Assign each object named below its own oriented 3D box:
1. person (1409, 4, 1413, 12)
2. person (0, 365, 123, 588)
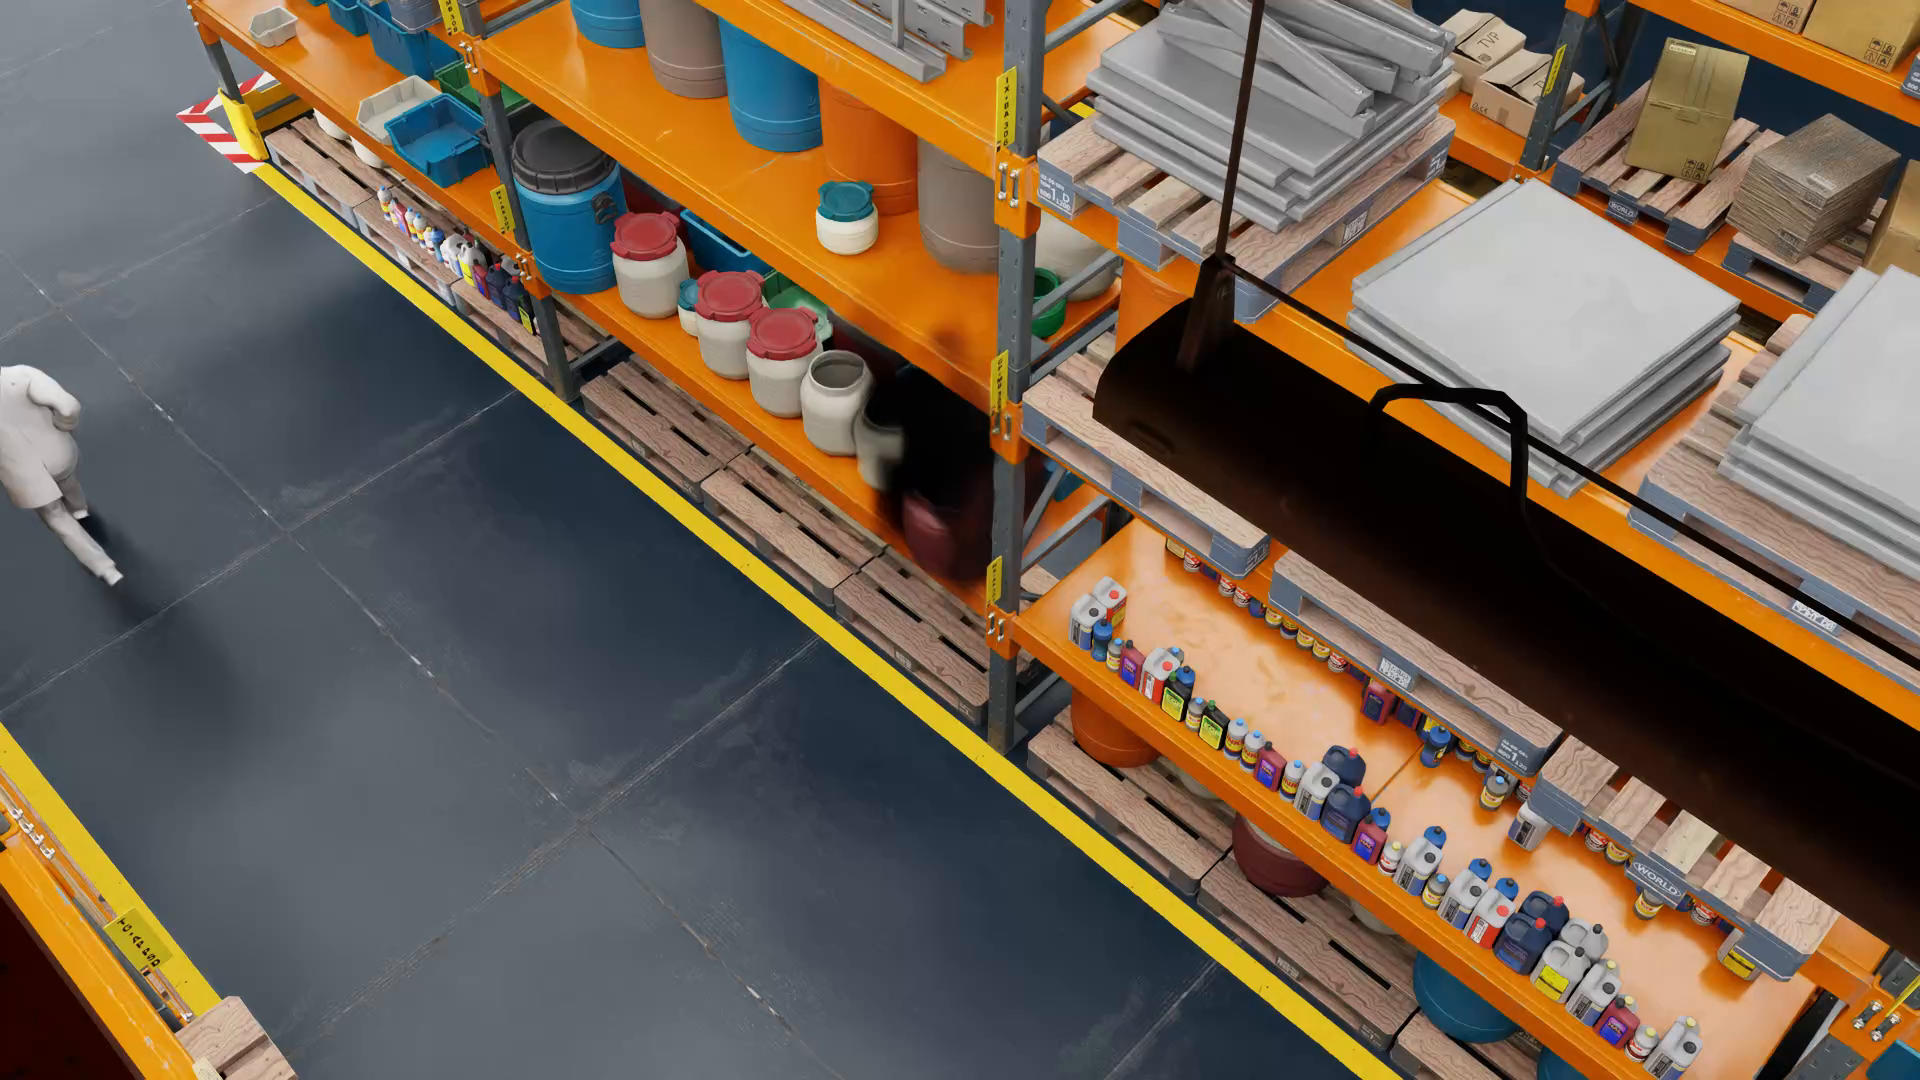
[{"bbox_3d":[3.537,-4.960,13.449,0.628,1.657,0.552,20,53,16],"label":"person"},{"bbox_3d":[-5.344,-0.442,9.615,1.198,1.805,0.668,37,59,27],"label":"person"}]
